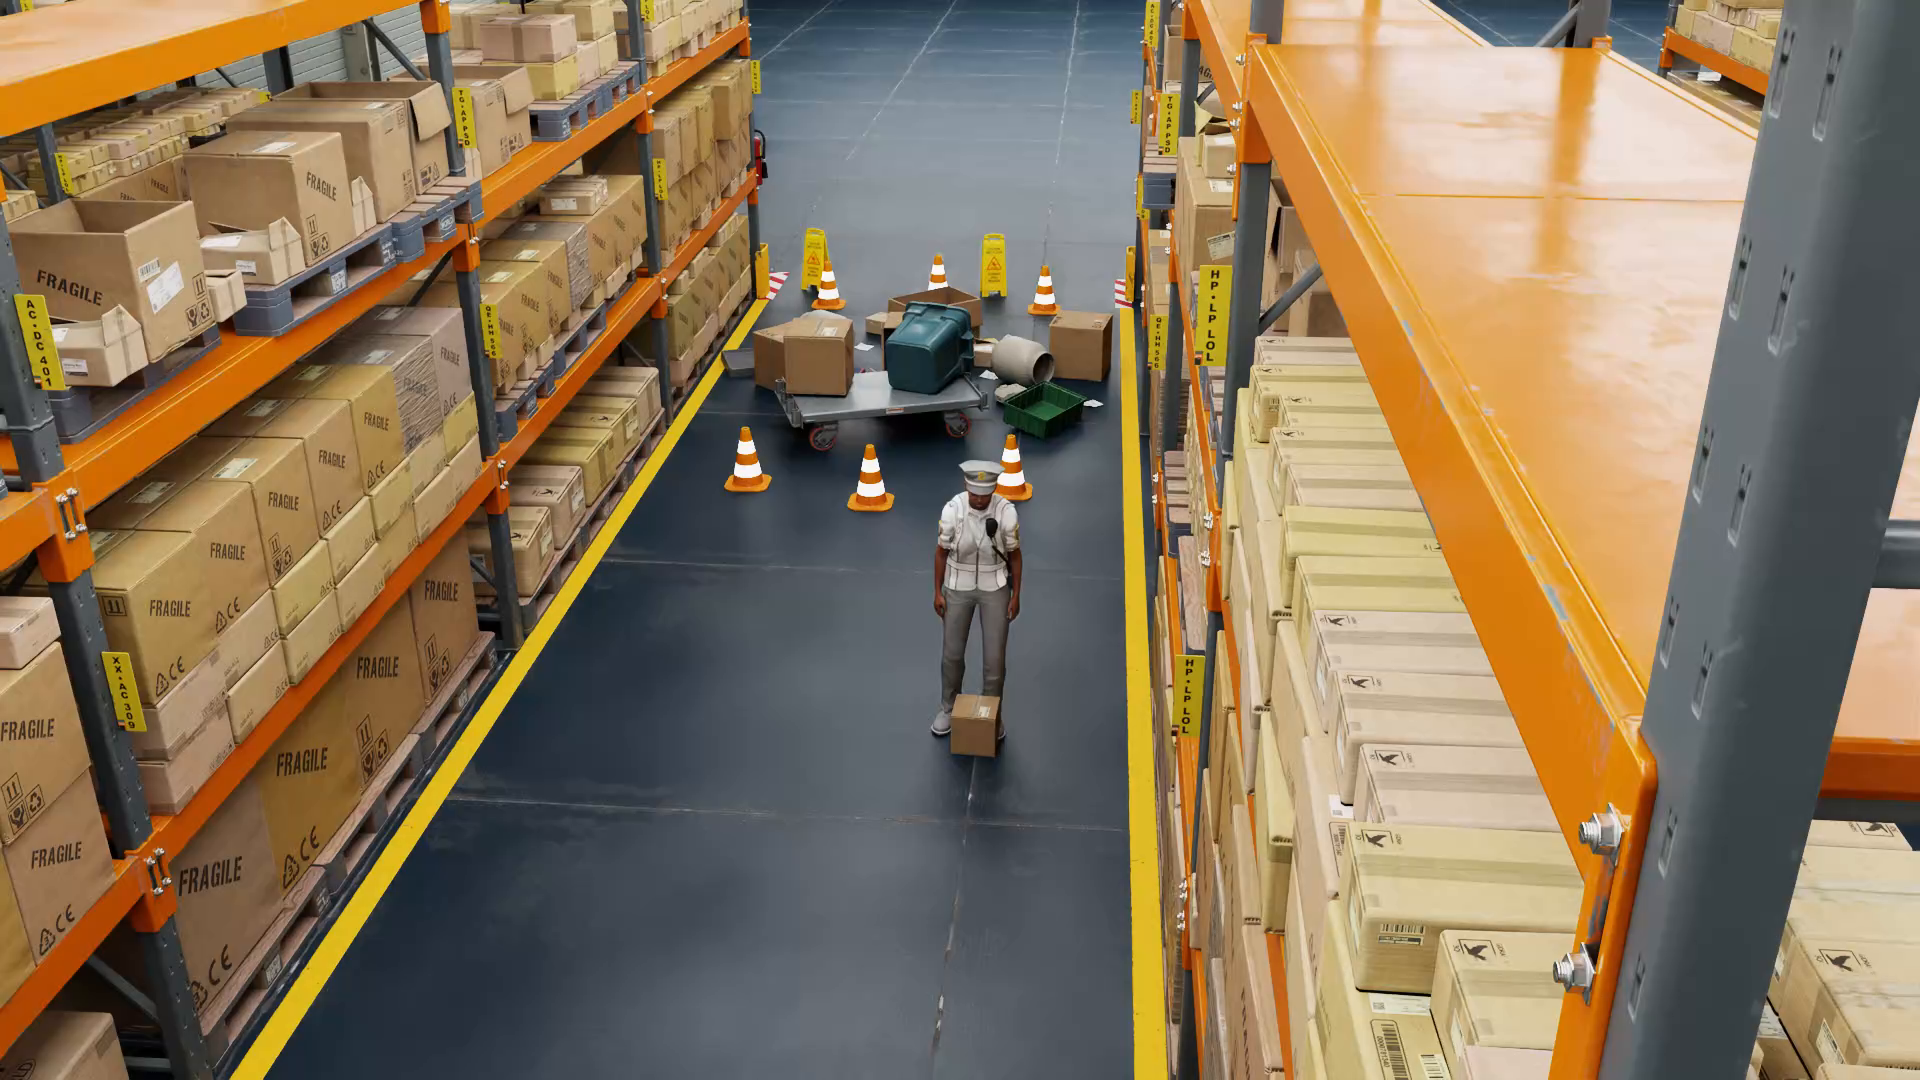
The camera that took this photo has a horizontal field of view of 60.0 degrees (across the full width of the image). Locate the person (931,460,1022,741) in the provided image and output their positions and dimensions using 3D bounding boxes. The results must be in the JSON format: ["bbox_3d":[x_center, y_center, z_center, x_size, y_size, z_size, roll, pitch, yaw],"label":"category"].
[{"bbox_3d":[0.092,0.314,9.311,0.503,1.656,0.421,2,25,4],"label":"person"}]
